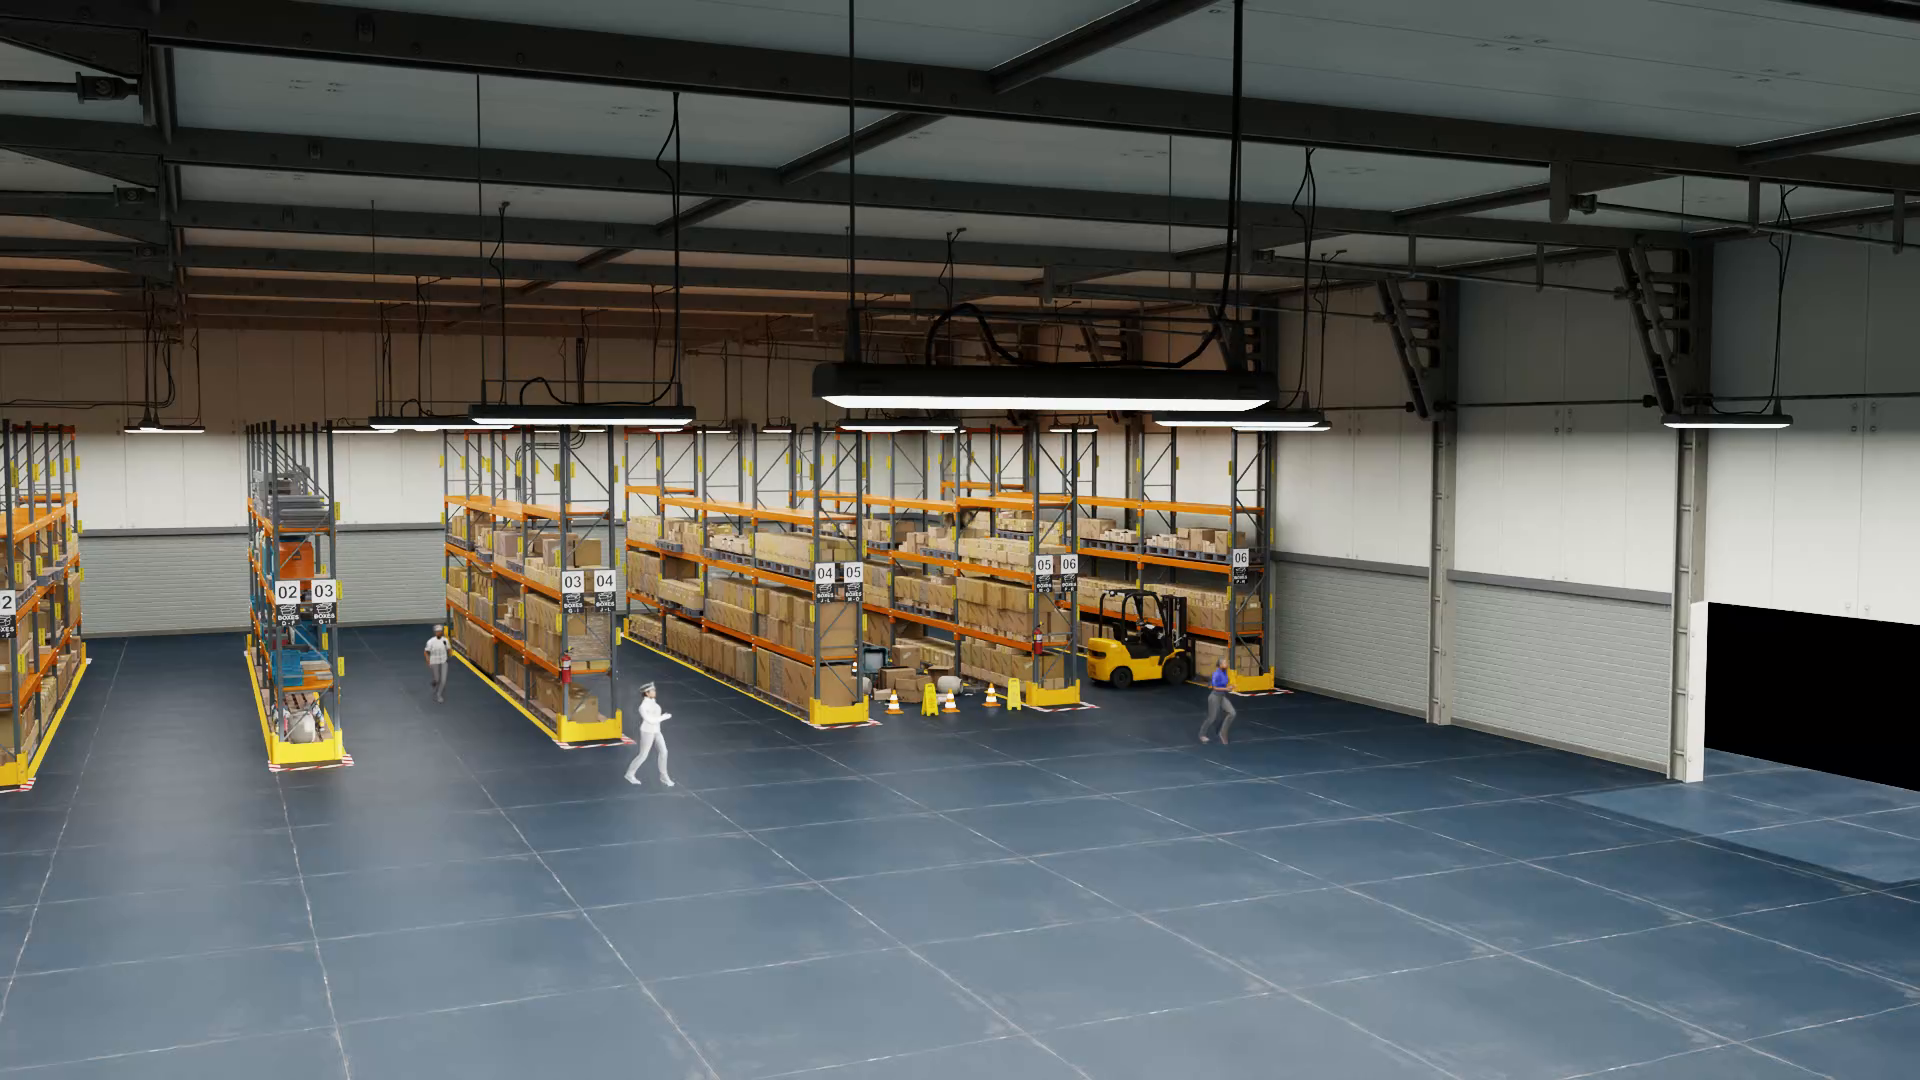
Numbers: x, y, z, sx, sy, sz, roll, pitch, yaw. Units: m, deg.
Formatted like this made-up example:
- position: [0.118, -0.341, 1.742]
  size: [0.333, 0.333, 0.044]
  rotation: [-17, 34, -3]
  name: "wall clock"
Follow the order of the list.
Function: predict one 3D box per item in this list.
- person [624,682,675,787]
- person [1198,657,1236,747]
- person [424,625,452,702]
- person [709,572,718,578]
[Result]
- position: [-5.067, 3.168, 27.099]
  size: [0.808, 1.735, 0.586]
  rotation: [1, 4, 8]
  name: "person"
- position: [4.770, 2.980, 30.765]
  size: [0.815, 1.662, 0.601]
  rotation: [3, 5, 39]
  name: "person"
- position: [-11.271, 2.660, 35.970]
  size: [0.583, 1.662, 0.558]
  rotation: [-2, 4, -29]
  name: "person"
- position: [-7.061, 1.825, 47.839]
  size: [1.003, 1.790, 0.653]
  rotation: [3, 5, 42]
  name: "person"
